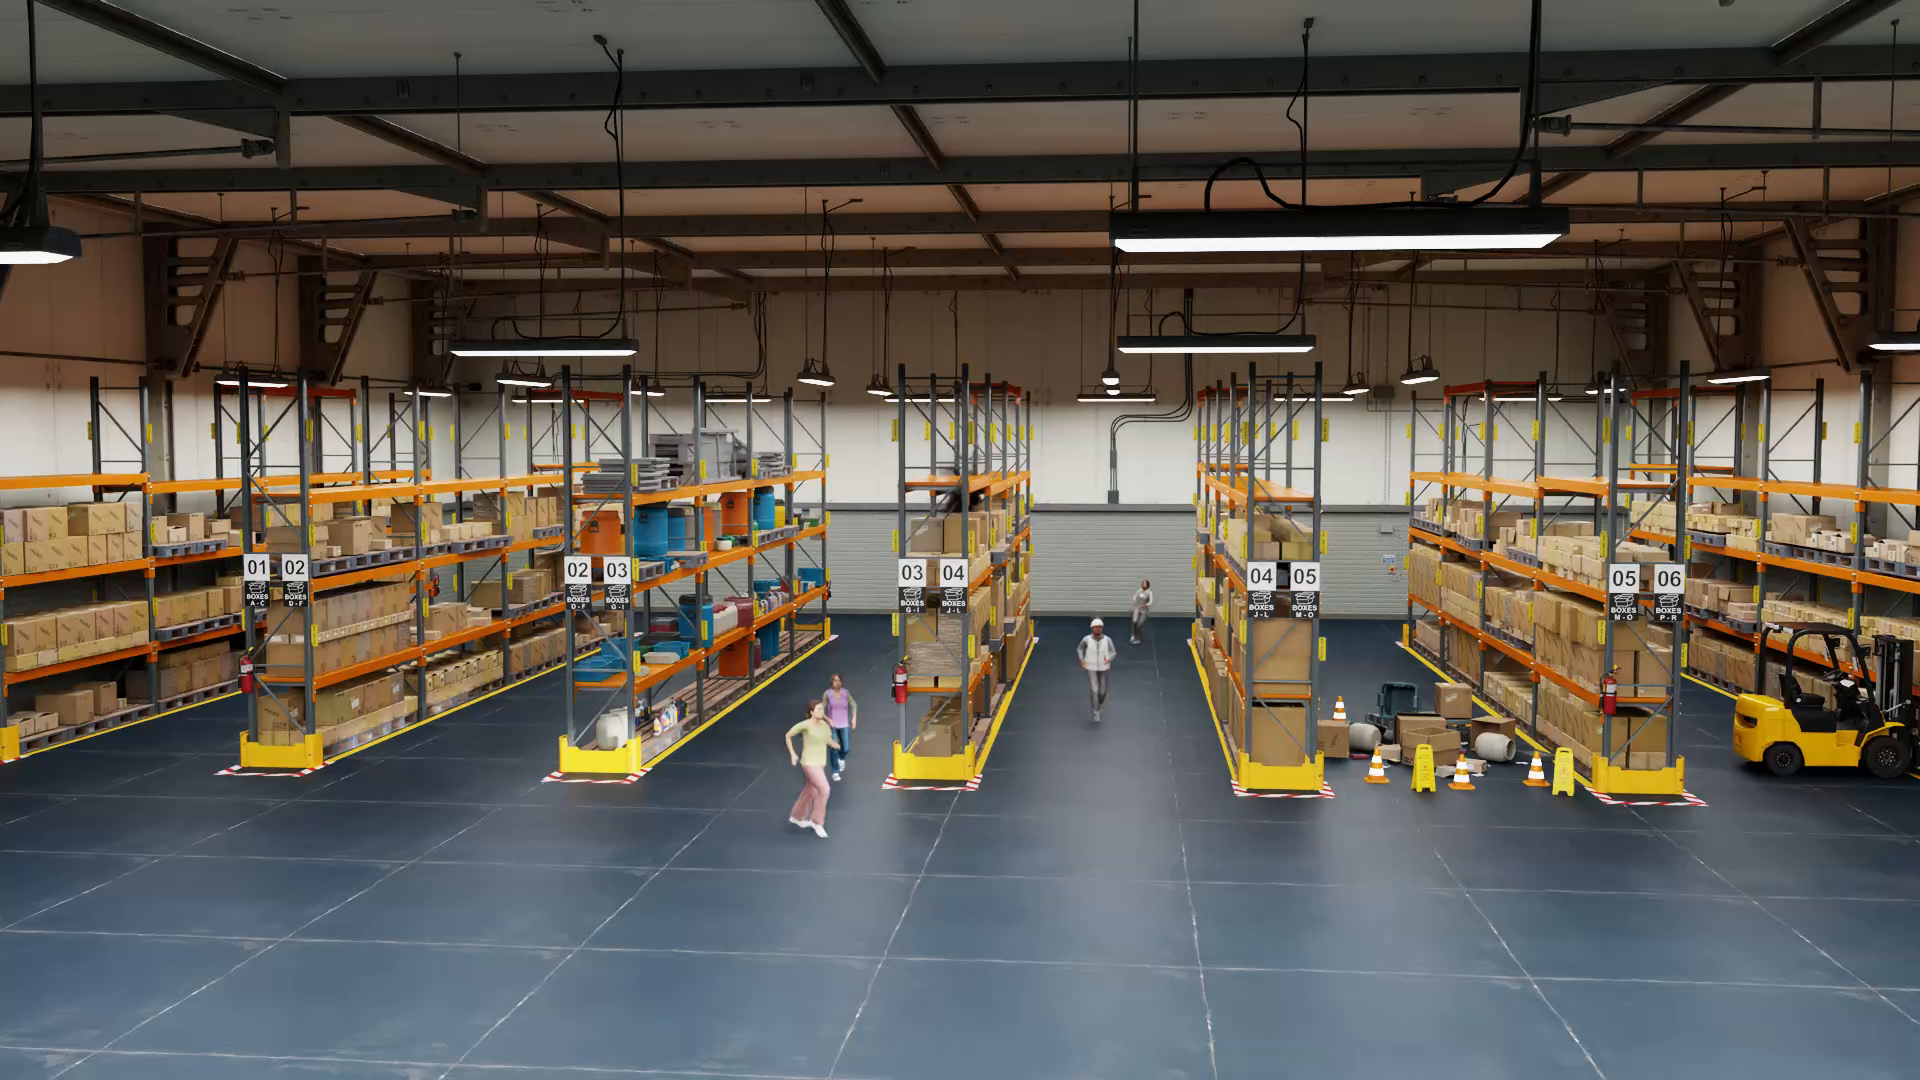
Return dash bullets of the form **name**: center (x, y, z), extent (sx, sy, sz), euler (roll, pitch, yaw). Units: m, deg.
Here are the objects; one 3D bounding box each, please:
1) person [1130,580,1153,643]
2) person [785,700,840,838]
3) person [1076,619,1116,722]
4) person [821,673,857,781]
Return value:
- **person**: center (4.297, 1.698, 39.289), extent (0.543, 1.539, 0.603), euler (1, 4, 22)
- **person**: center (-1.830, 2.838, 20.747), extent (0.801, 1.714, 0.541), euler (2, 4, 32)
- **person**: center (2.386, 2.252, 29.020), extent (0.678, 1.763, 0.808), euler (0, 4, -5)
- **person**: center (-1.764, 2.695, 23.932), extent (0.575, 1.532, 0.574), euler (-1, 4, -14)
